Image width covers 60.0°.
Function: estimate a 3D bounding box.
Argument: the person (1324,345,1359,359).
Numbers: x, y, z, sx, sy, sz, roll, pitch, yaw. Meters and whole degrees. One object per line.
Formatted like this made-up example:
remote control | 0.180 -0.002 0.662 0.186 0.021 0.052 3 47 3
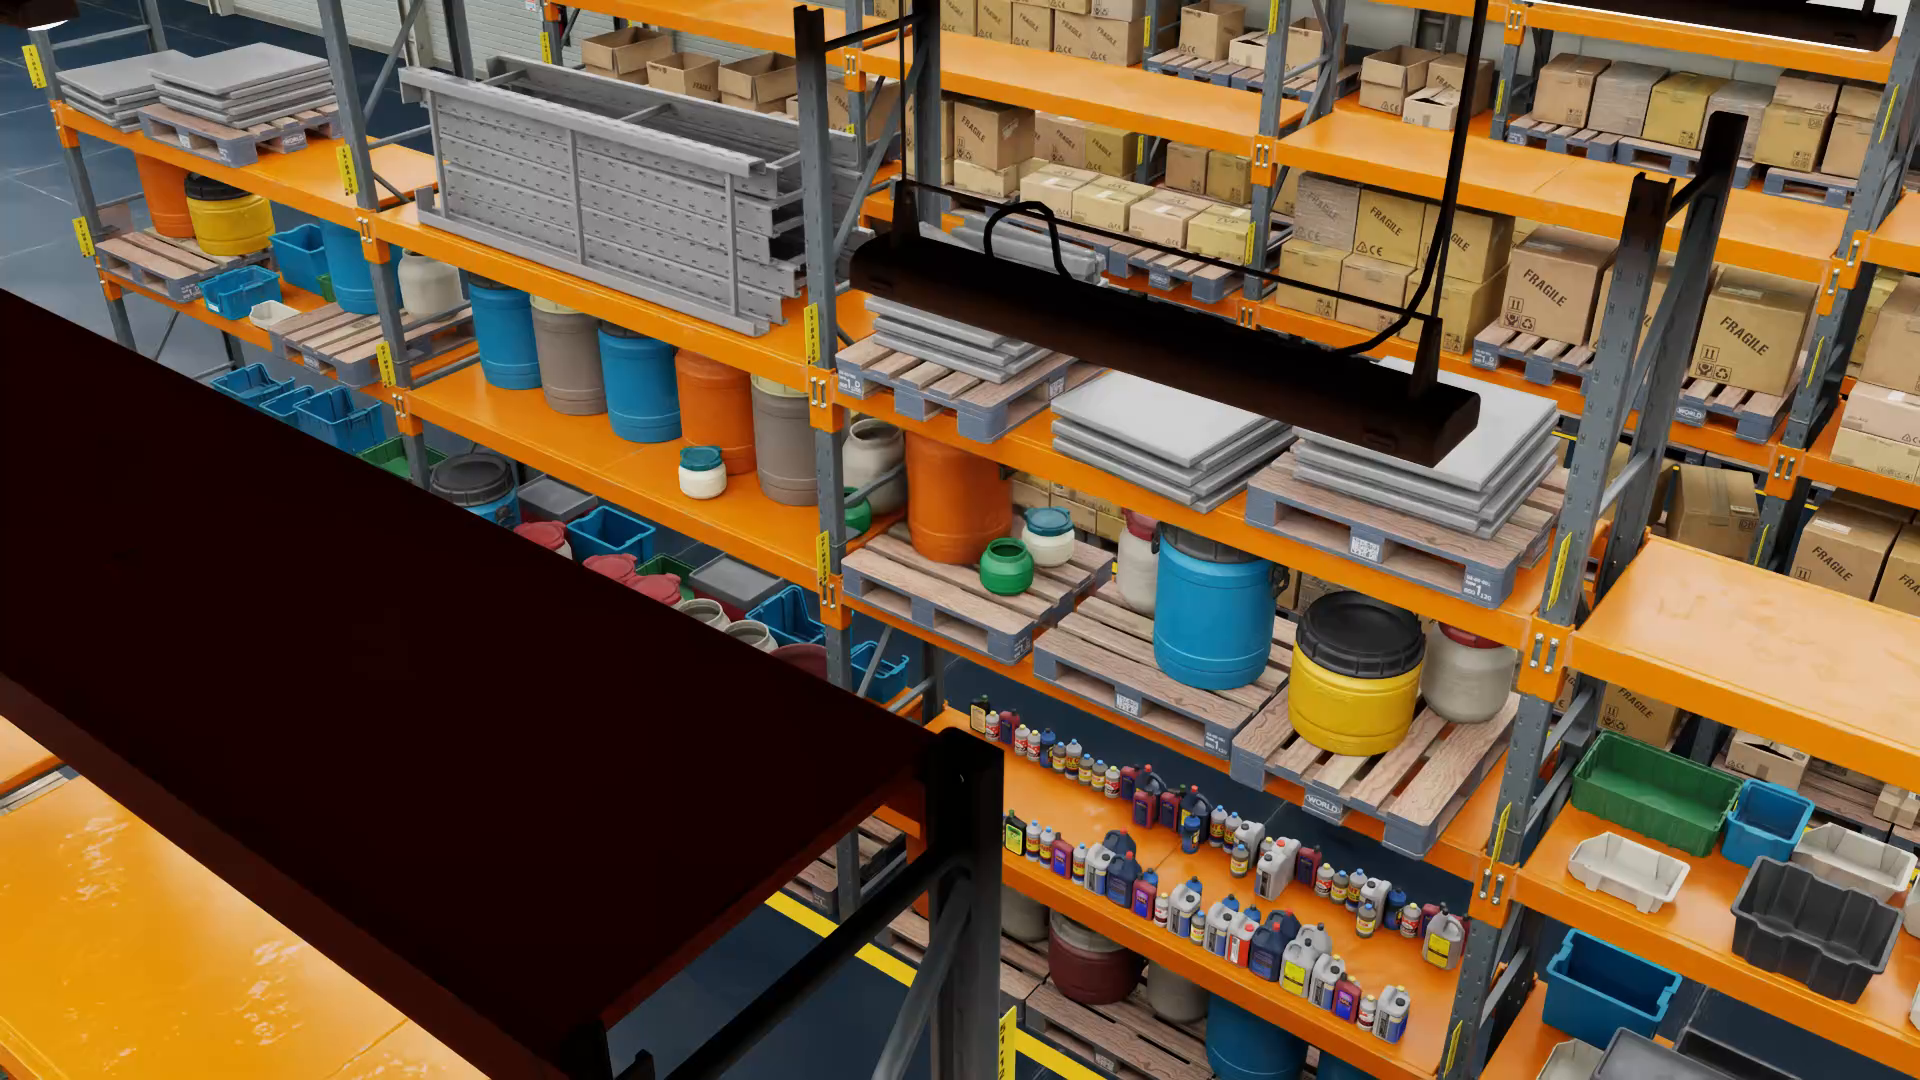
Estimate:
person | 3.370 -1.208 15.547 0.625 1.770 0.571 -26 40 -36
